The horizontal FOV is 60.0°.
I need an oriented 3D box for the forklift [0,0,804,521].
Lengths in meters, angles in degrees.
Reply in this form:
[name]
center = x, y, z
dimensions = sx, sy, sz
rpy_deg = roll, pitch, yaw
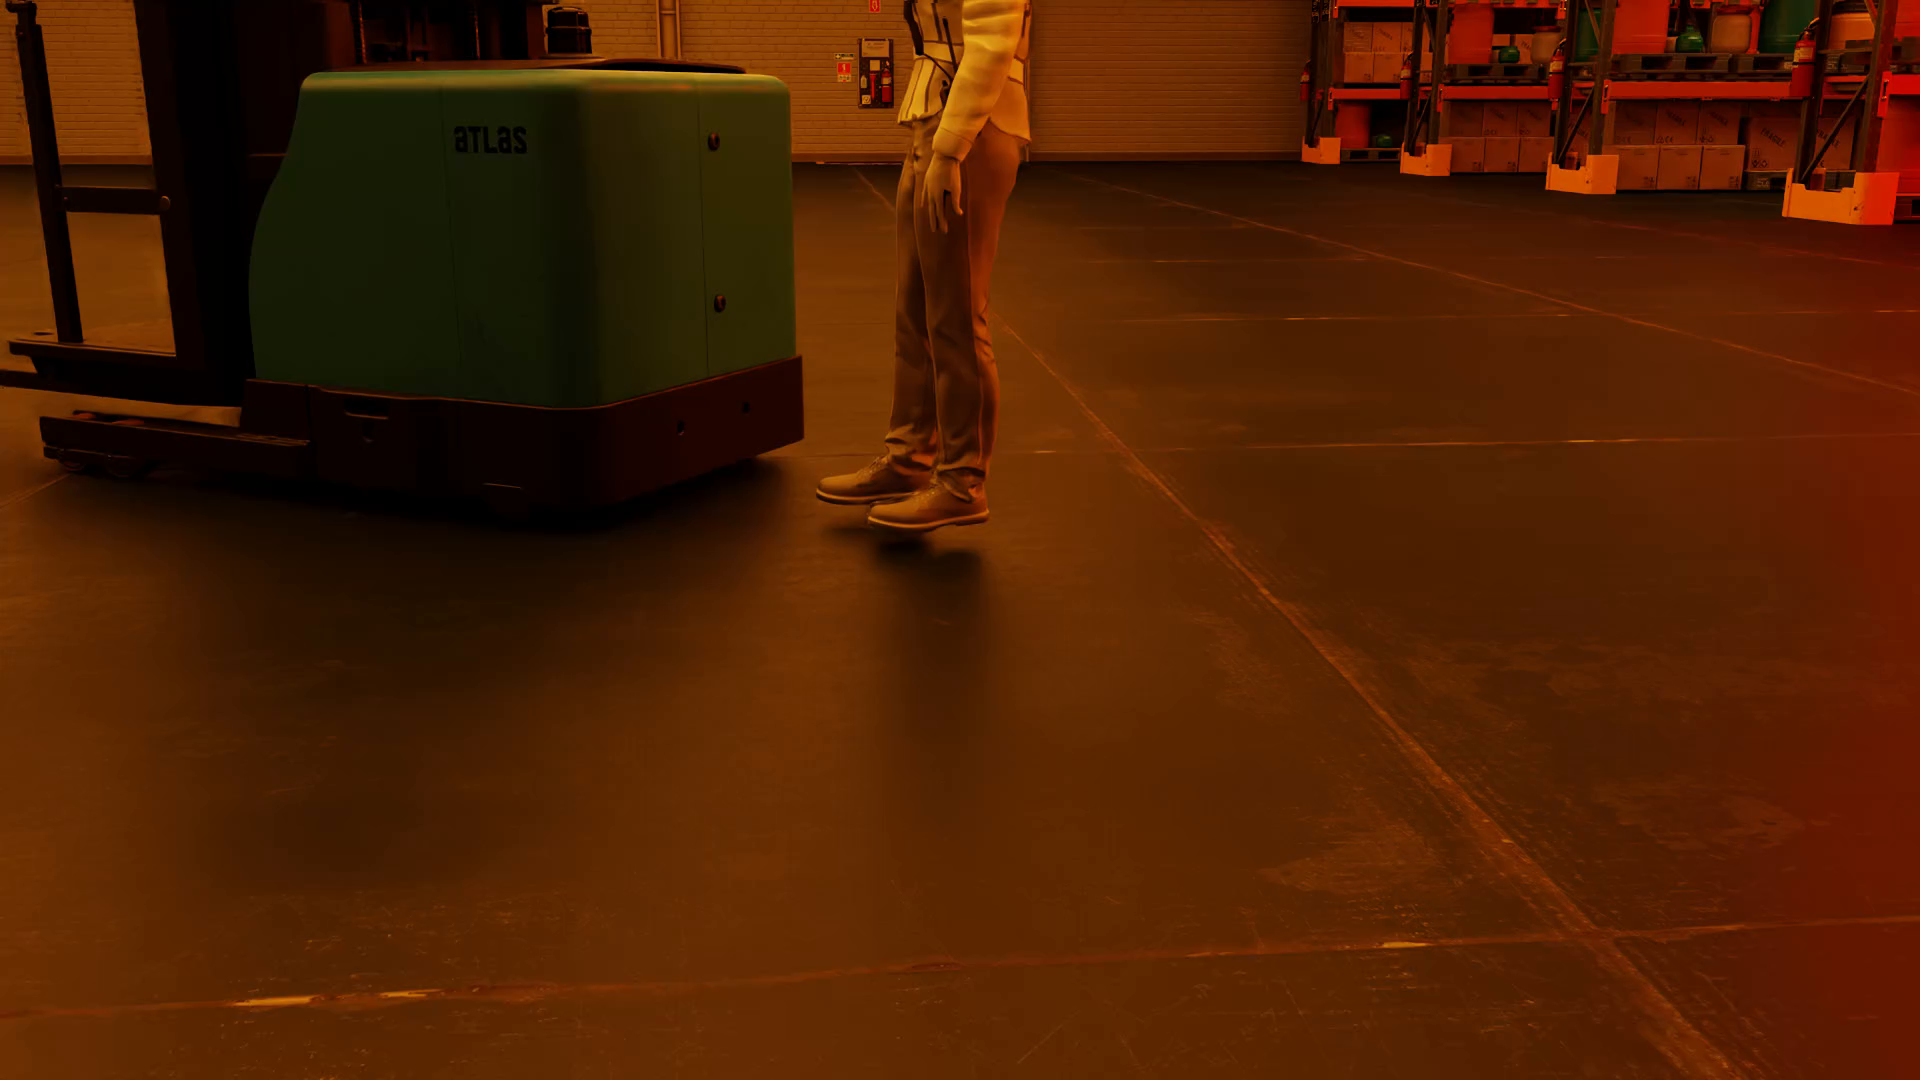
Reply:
[forklift]
center = -2.003, -1.699, 4.635
dimensions = 3.031, 2.935, 1.130
rpy_deg = 7, 16, 25

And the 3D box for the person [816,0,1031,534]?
[person]
center = -0.073, -0.859, 3.700
dimensions = 0.525, 1.695, 0.600
rpy_deg = -1, 15, -5
